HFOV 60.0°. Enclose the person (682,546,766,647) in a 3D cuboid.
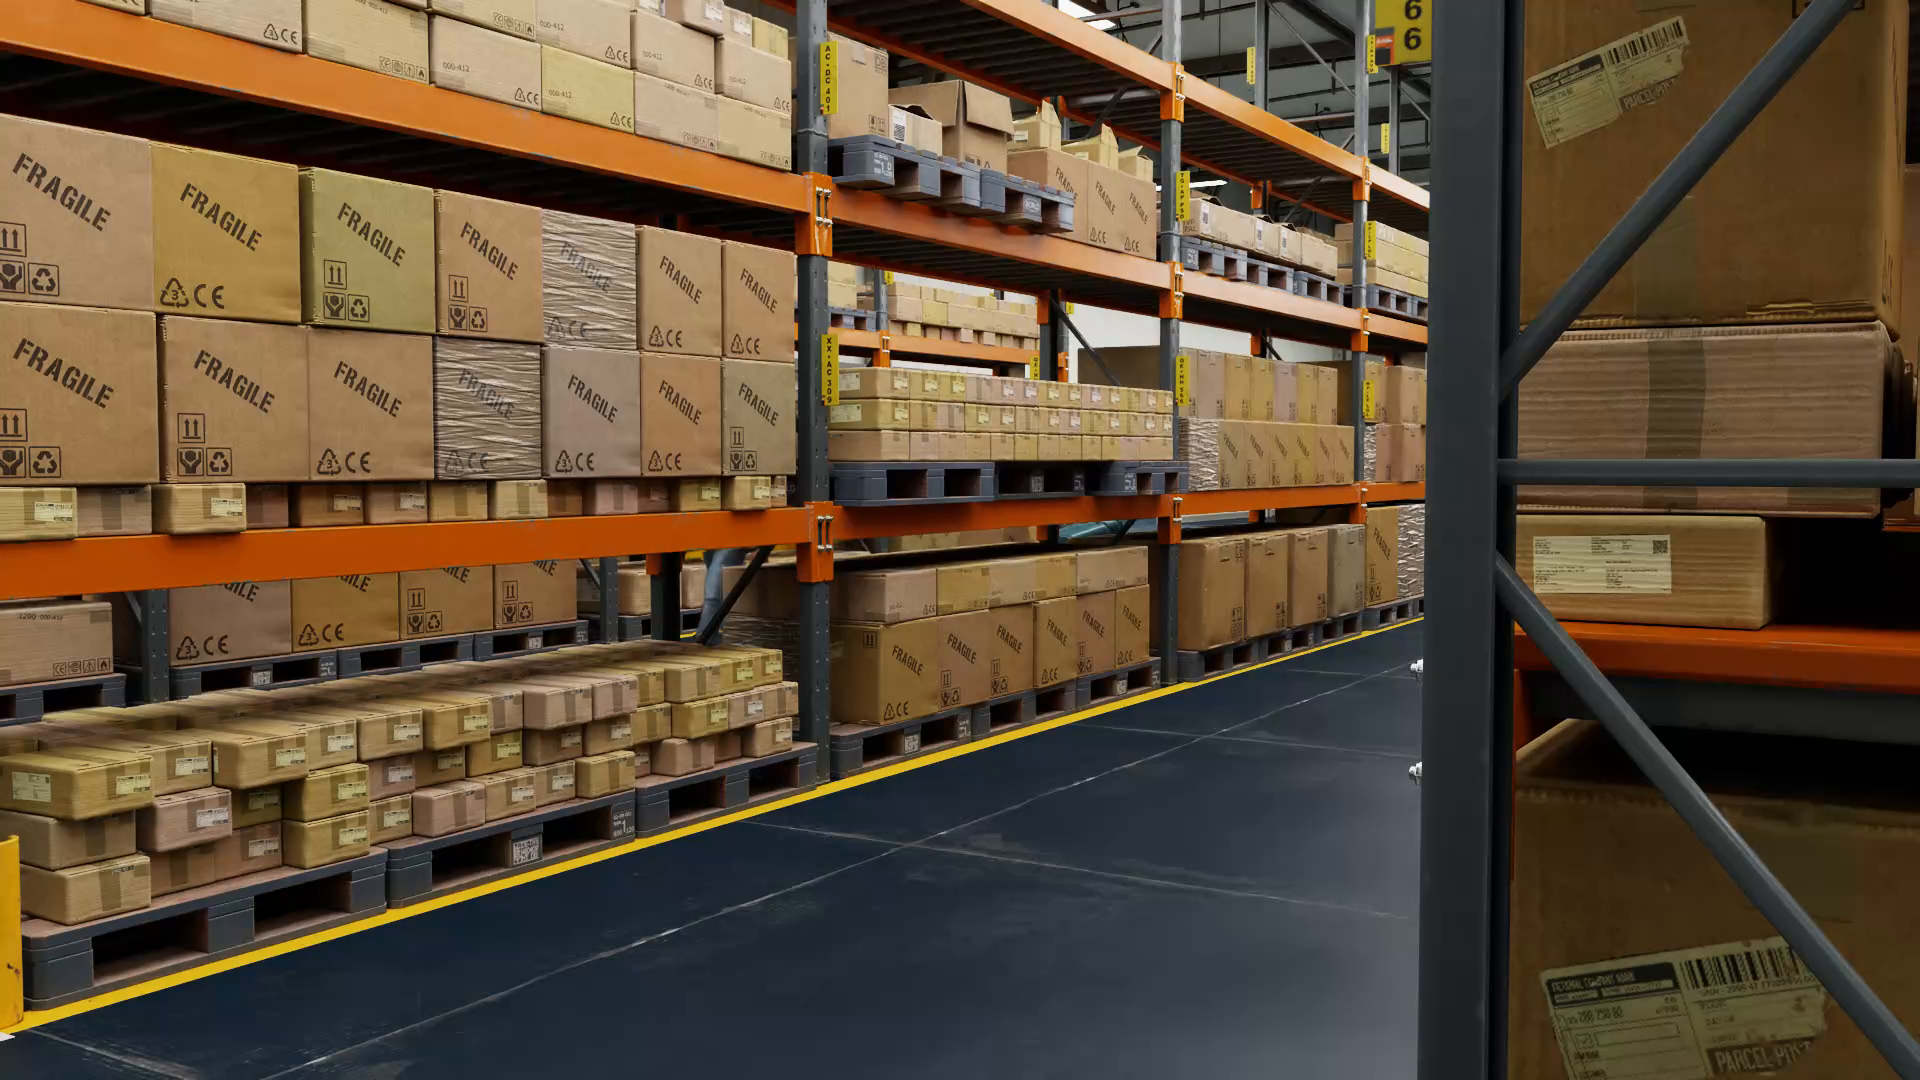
[{"bbox_3d":[-1.762,0.049,11.868,0.929,1.732,0.613,-3,4,-43],"label":"person"}]
